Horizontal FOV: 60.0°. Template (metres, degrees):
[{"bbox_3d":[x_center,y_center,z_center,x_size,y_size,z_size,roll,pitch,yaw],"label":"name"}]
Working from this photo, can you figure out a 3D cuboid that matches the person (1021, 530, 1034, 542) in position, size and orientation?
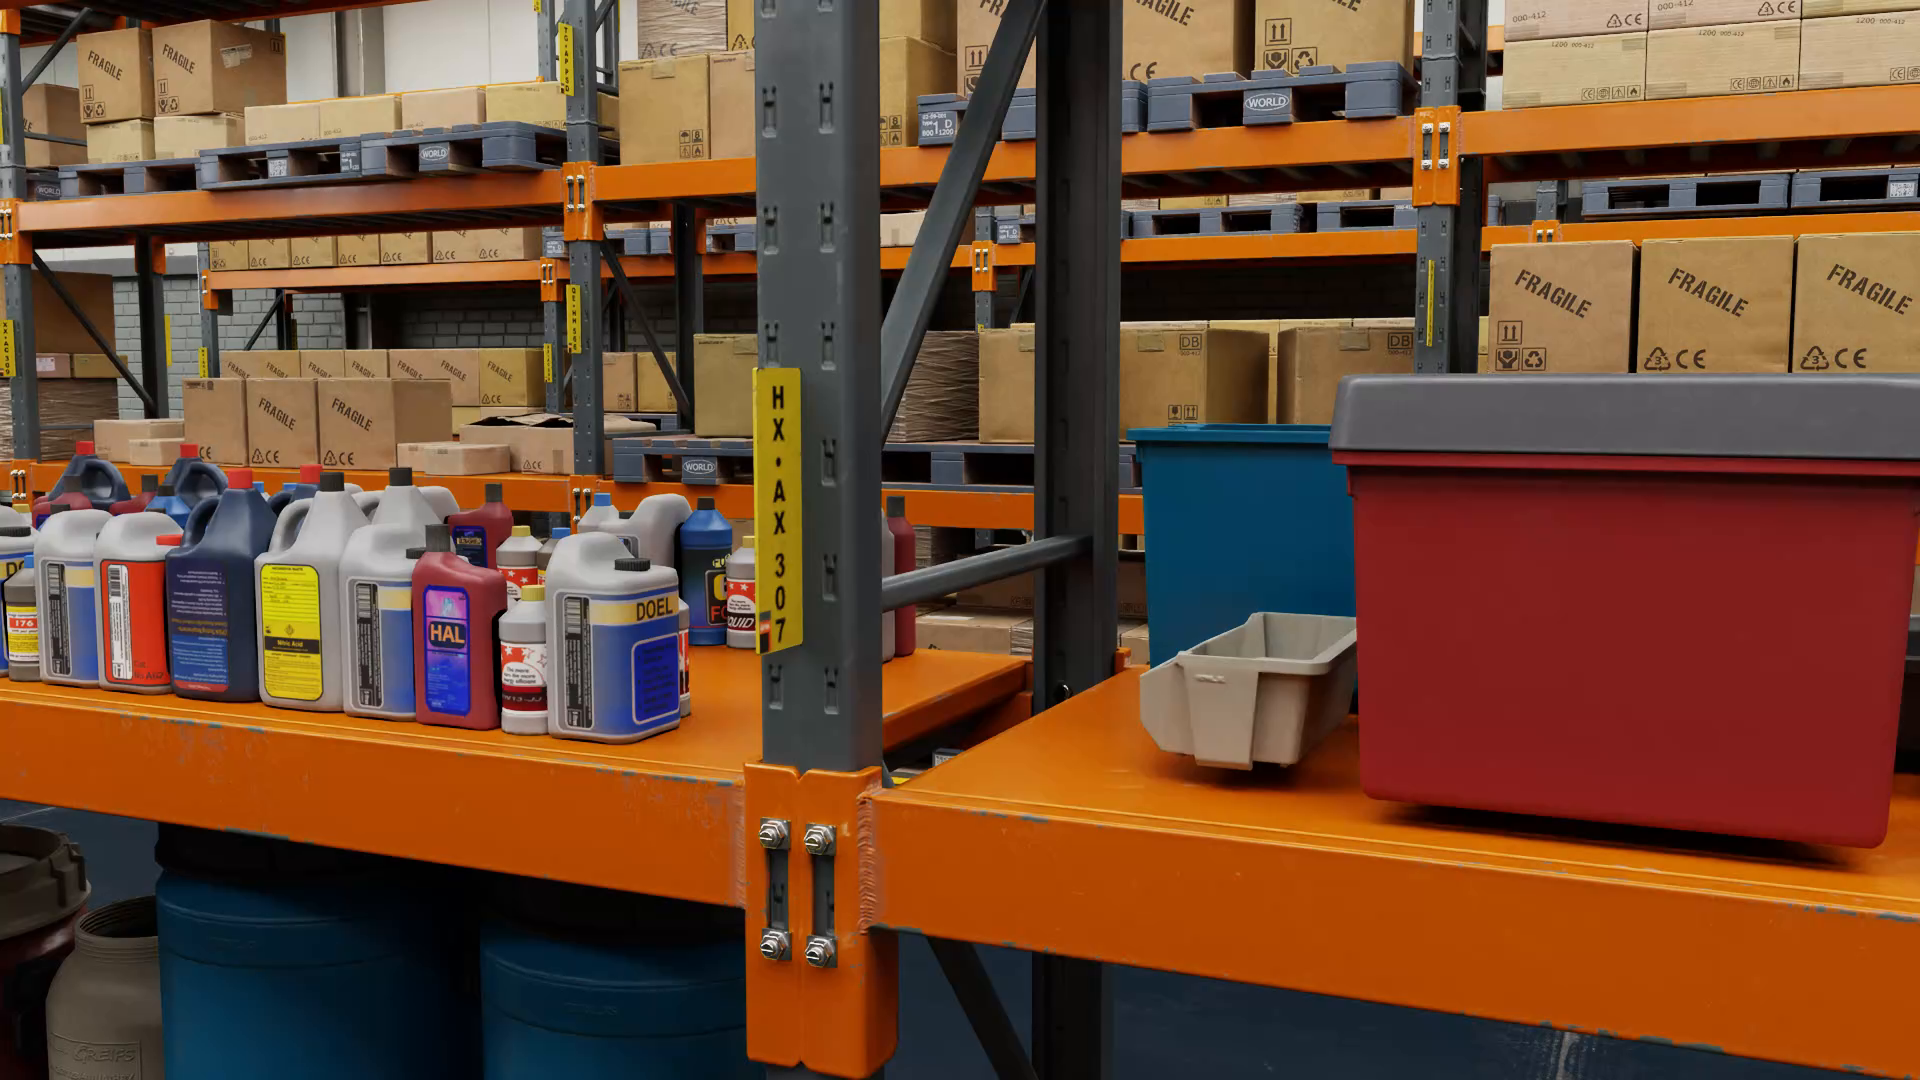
[{"bbox_3d":[0.676,-0.135,10.812,0.605,1.778,0.453,2,6,24],"label":"person"}]
